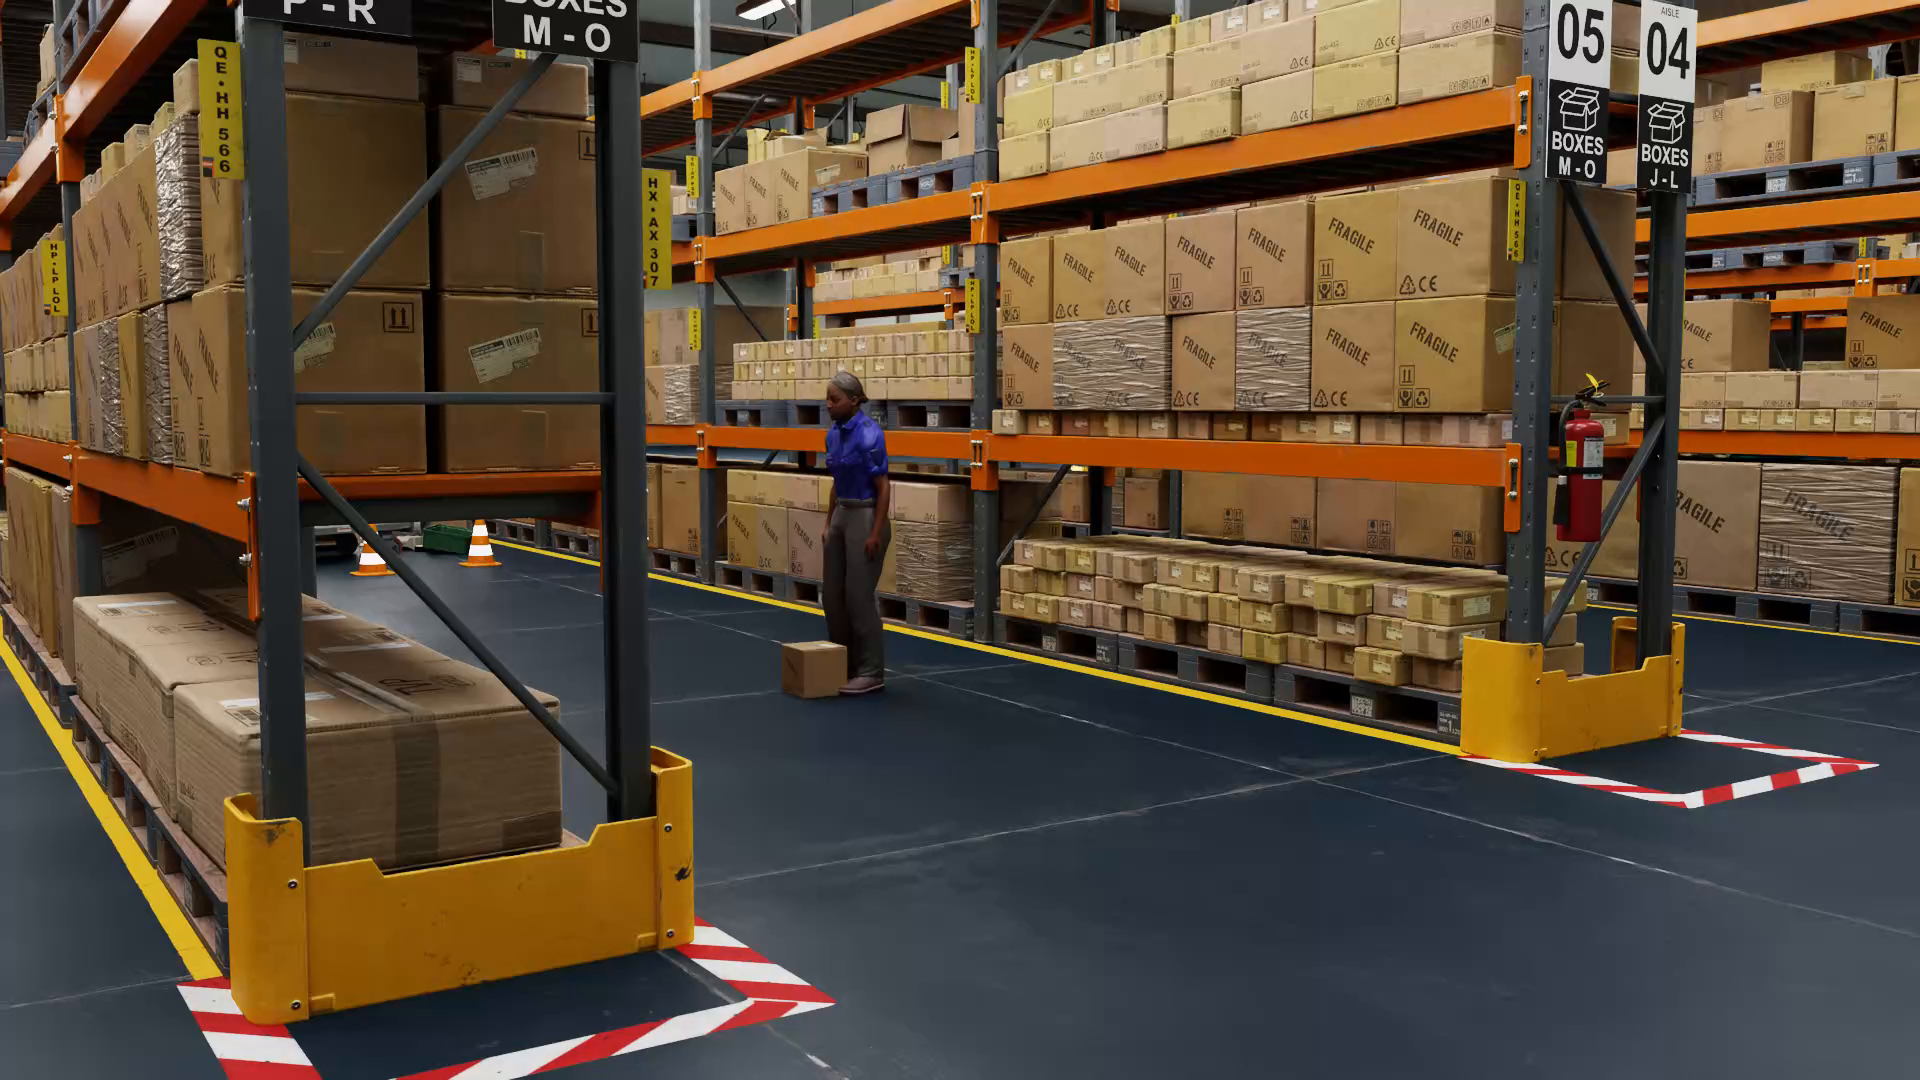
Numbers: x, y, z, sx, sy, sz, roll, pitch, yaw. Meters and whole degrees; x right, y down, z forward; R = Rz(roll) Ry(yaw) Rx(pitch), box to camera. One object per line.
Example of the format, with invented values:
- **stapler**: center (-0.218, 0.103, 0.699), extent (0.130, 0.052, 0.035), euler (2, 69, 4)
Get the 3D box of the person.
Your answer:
- **person**: center (-0.562, -0.044, 8.646), extent (0.350, 1.653, 0.518), euler (-4, 6, -37)
